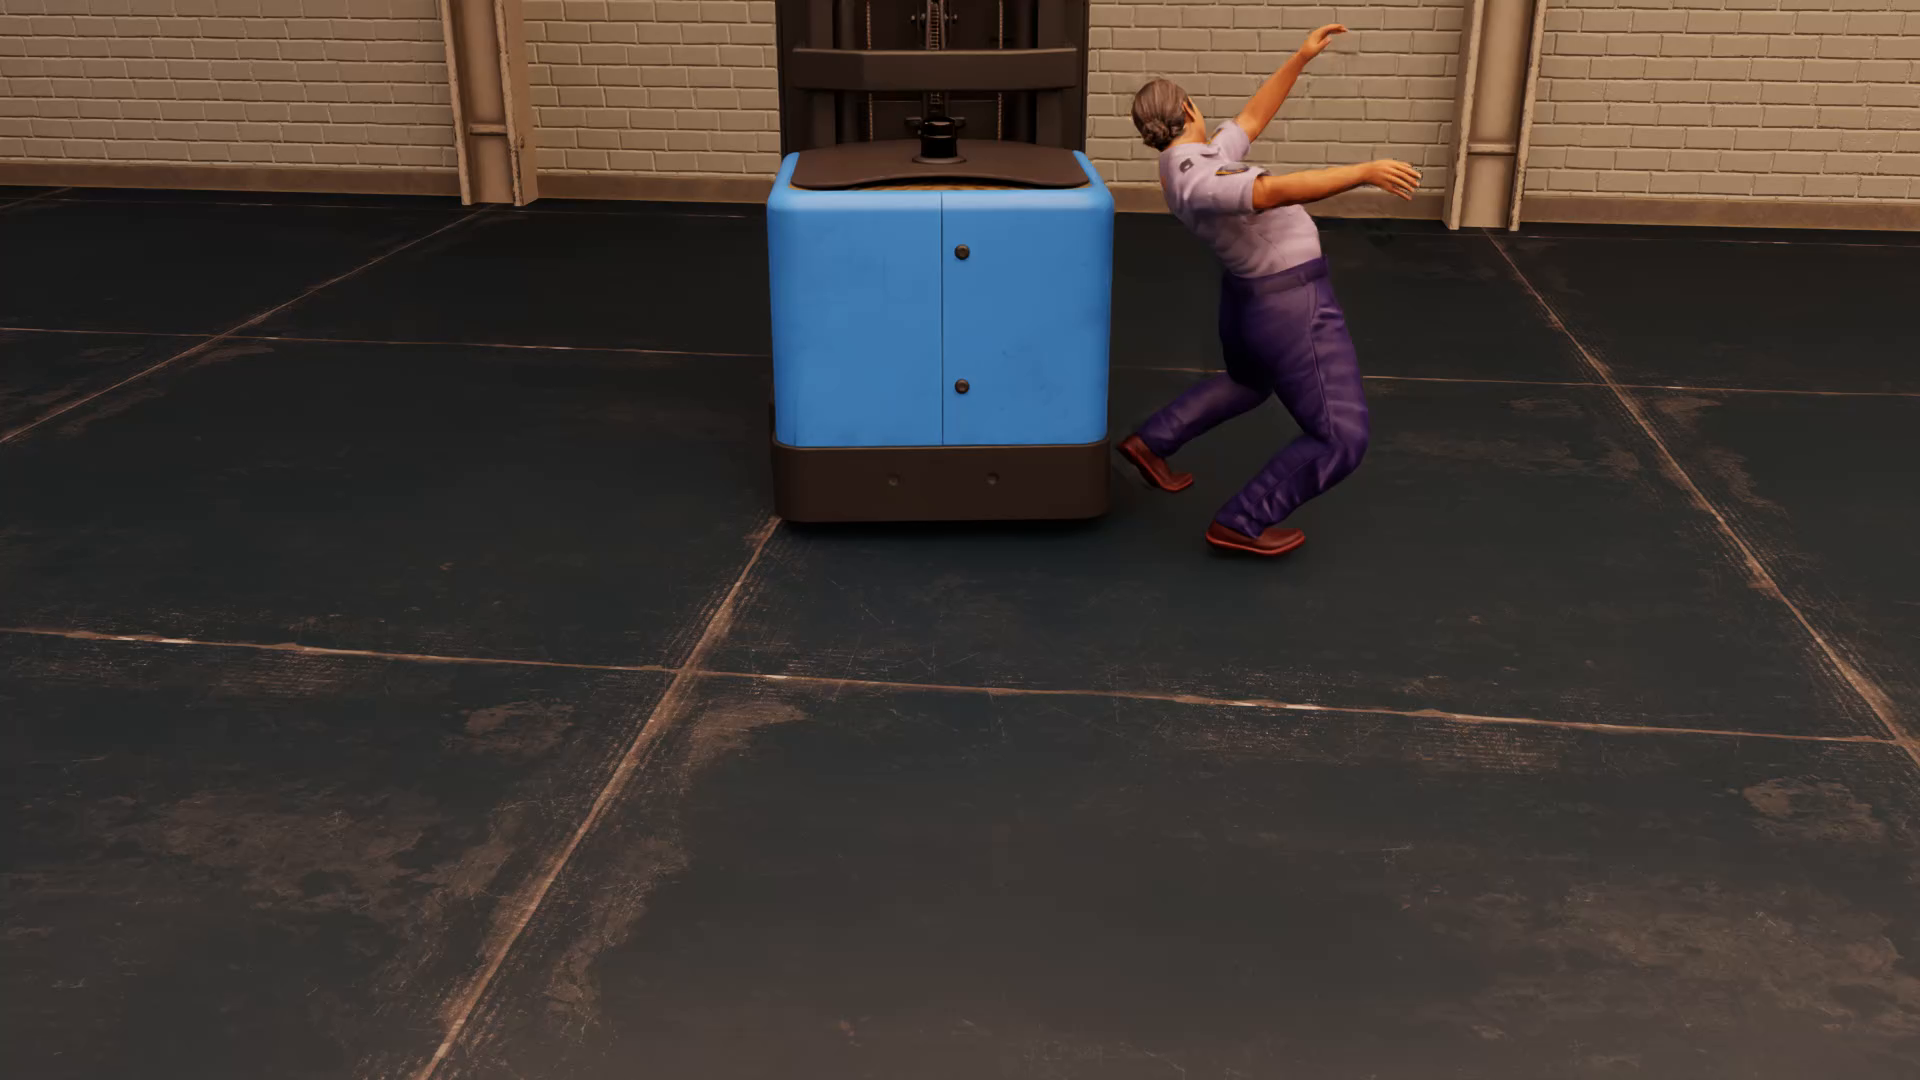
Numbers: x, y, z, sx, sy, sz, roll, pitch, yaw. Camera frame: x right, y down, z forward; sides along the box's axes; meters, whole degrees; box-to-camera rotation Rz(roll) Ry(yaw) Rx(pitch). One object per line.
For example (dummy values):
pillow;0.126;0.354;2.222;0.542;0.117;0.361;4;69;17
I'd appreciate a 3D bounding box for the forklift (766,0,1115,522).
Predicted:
forklift;-0.104;-1.917;6.014;1.130;2.935;3.031;-1;22;-2

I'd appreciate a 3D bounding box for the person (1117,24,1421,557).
person;0.861;-0.678;4.786;0.631;1.503;1.018;-5;23;-13
